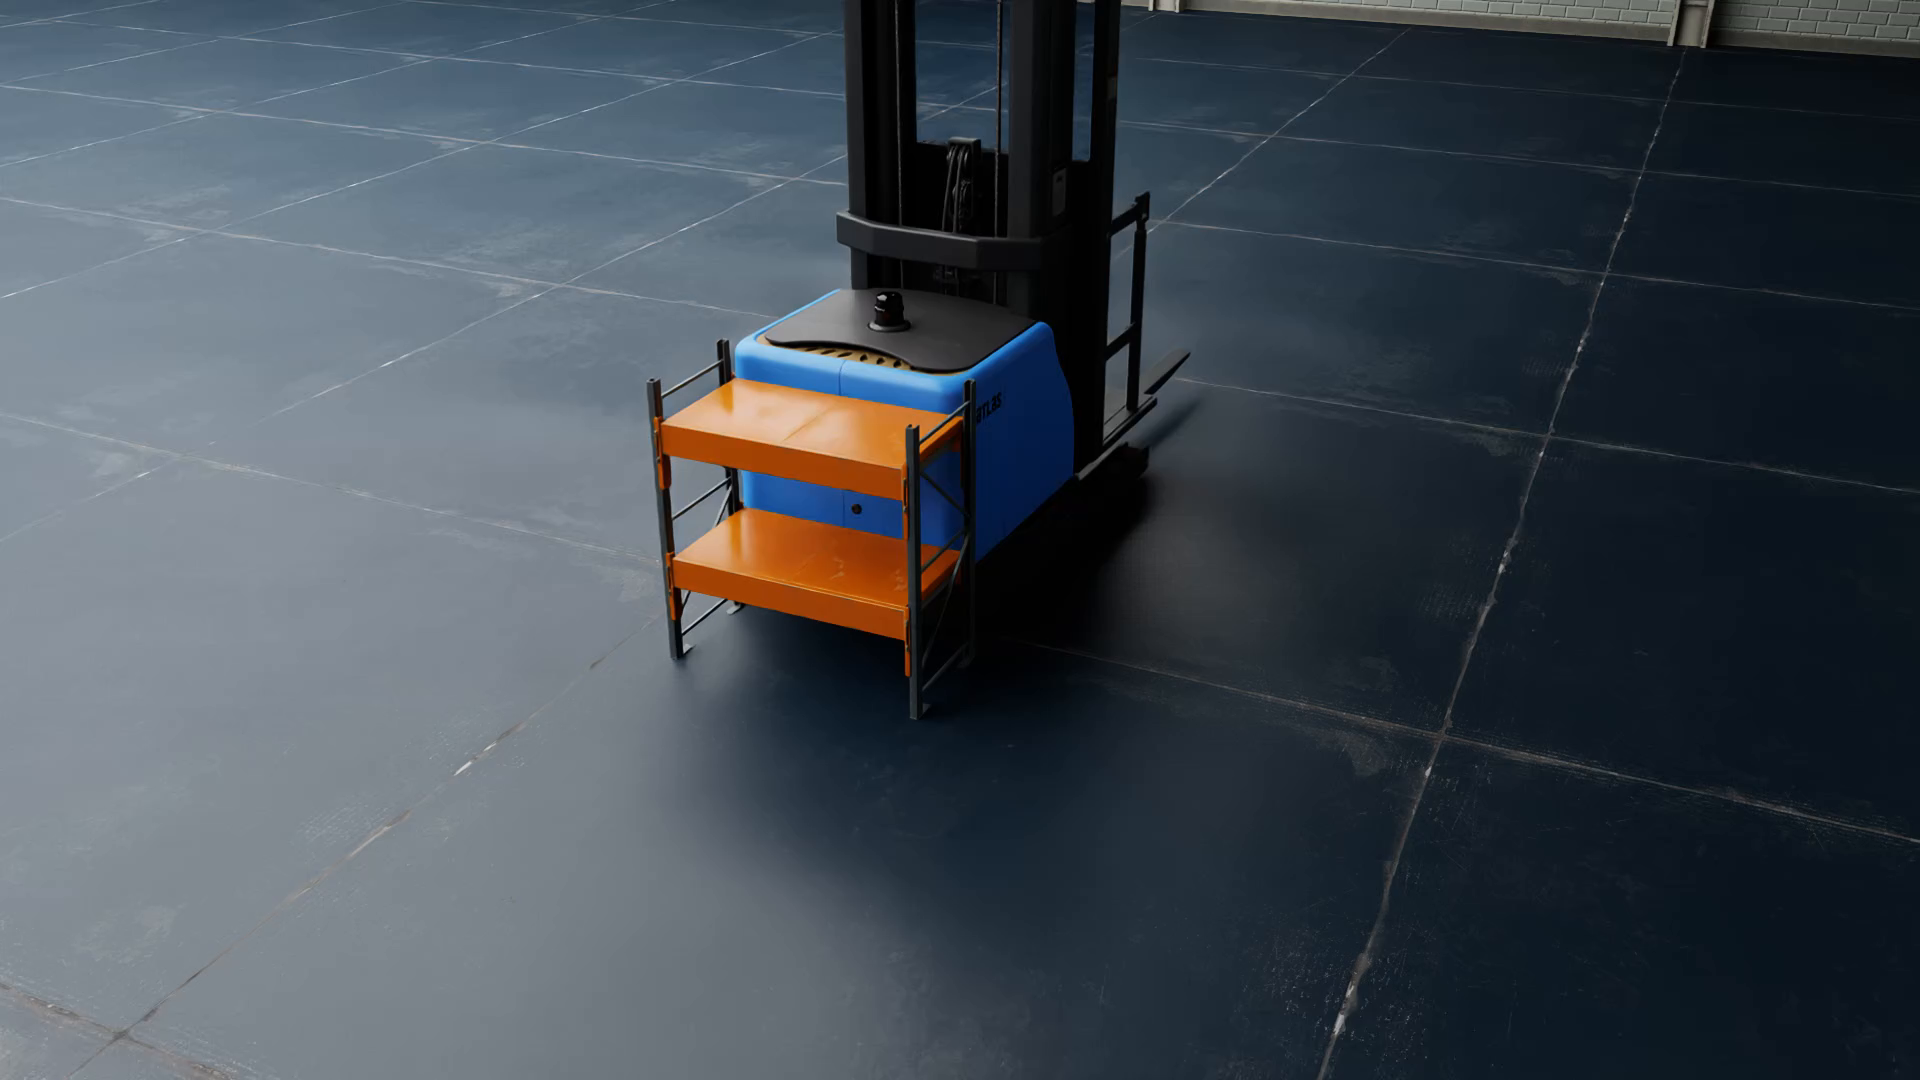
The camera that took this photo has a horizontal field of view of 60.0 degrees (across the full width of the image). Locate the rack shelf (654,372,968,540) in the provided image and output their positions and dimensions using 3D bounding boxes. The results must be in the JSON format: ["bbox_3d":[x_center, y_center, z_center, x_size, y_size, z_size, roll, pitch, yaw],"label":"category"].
[{"bbox_3d":[-0.522,-0.318,5.960,1.000,0.278,0.538,12,28,22],"label":"rack shelf"}]

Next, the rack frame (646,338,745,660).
[{"bbox_3d":[-0.983,-0.150,6.281,0.032,1.125,0.500,12,28,22],"label":"rack frame"}]

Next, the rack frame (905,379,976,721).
[{"bbox_3d":[-0.061,0.039,5.898,0.032,1.125,0.500,12,28,22],"label":"rack frame"}]

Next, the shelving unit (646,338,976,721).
[{"bbox_3d":[-0.522,-0.056,6.090,1.048,1.125,0.538,12,28,22],"label":"shelving unit"}]

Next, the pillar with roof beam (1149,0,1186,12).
[{"bbox_3d":[0.789,-8.875,15.088,0.400,9.000,9.100,11,28,22],"label":"pillar with roof beam"}]

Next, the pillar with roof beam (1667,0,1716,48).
[{"bbox_3d":[6.251,-7.778,12.860,0.400,9.000,9.100,11,28,22],"label":"pillar with roof beam"}]

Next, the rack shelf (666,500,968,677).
[{"bbox_3d":[-0.522,0.164,6.198,1.000,0.278,0.538,12,28,22],"label":"rack shelf"}]

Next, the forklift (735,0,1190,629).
[{"bbox_3d":[0.233,-1.591,7.163,1.130,2.935,3.031,13,29,24],"label":"forklift"}]
